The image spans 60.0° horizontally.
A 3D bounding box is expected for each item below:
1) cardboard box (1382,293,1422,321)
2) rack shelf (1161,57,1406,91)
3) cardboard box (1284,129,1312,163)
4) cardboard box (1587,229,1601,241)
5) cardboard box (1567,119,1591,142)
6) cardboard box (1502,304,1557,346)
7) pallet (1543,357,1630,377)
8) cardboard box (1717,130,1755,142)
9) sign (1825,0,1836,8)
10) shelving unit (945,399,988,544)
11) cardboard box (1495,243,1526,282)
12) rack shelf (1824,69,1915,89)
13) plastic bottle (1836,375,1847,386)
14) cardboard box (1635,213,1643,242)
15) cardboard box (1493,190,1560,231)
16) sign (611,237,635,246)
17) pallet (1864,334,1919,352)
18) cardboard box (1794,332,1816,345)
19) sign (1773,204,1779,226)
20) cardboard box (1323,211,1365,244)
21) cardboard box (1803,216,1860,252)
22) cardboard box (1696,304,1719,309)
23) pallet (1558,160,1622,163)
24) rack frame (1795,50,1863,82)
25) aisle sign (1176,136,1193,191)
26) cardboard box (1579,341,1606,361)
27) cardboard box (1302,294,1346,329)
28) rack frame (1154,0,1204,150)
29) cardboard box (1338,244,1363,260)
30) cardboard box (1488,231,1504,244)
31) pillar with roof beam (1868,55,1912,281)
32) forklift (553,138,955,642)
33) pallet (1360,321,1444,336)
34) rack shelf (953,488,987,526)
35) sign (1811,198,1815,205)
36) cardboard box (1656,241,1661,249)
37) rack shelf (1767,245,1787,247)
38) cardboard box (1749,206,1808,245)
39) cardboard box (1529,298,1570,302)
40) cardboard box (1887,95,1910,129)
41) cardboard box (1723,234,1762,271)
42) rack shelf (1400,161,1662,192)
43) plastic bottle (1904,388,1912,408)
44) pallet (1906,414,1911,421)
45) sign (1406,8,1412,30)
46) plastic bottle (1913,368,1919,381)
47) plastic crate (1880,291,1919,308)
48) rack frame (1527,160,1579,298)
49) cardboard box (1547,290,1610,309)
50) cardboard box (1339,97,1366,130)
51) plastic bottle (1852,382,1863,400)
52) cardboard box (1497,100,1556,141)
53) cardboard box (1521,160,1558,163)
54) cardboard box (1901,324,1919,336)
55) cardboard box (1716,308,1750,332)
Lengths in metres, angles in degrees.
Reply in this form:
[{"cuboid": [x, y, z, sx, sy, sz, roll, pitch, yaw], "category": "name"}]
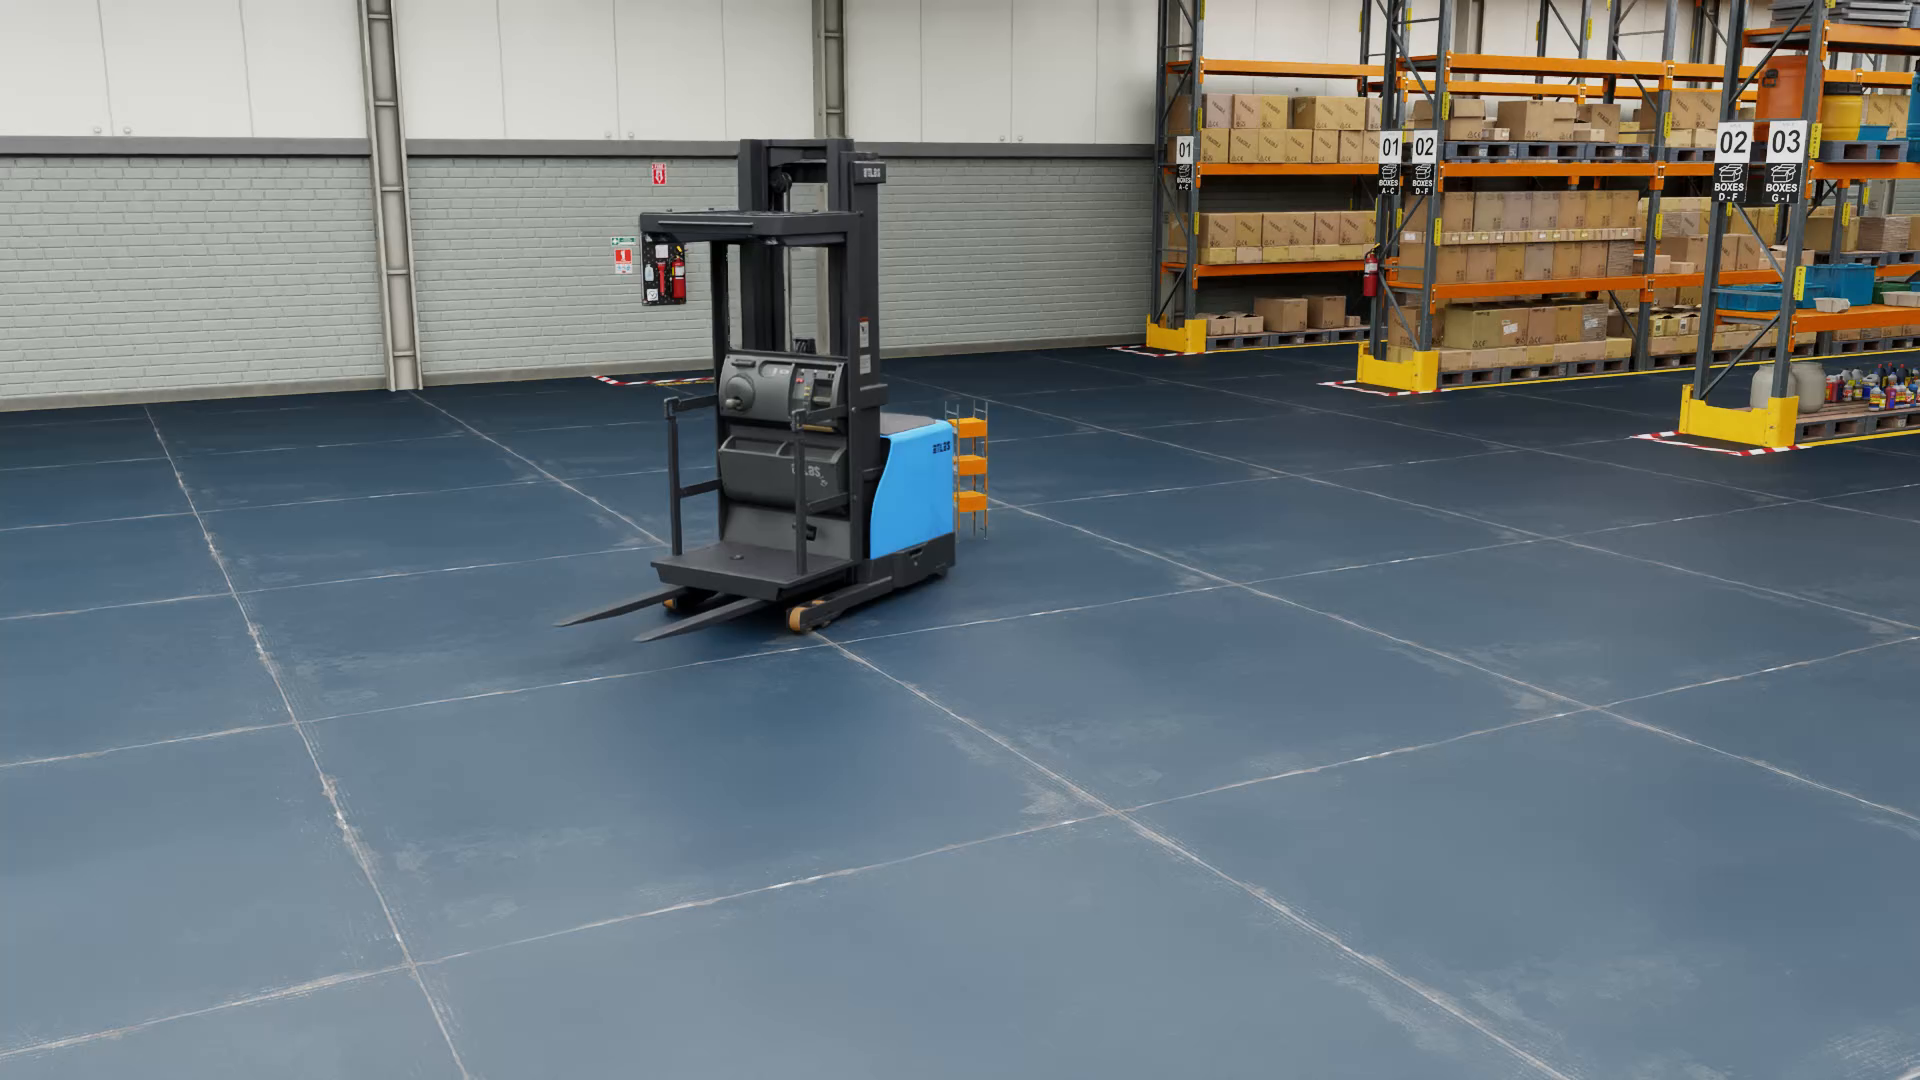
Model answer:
[{"cuboid": [7.416, -3.907, 27.829, 0.500, 0.500, 0.700, -6, 14, -26], "category": "cardboard box"}, {"cuboid": [5.022, -7.195, 25.730, 4.000, 0.370, 1.077, -7, 14, -28], "category": "rack shelf"}, {"cuboid": [5.082, -6.085, 25.710, 0.500, 0.500, 0.500, -6, 14, -24], "category": "cardboard box"}, {"cuboid": [8.342, -4.091, 22.250, 0.250, 0.149, 0.380, -7, 14, -28], "category": "cardboard box"}, {"cuboid": [8.112, -5.511, 22.361, 0.500, 0.311, 0.500, -8, 15, -31], "category": "cardboard box"}, {"cuboid": [7.539, -2.856, 22.067, 0.500, 0.500, 0.500, -7, 14, -28], "category": "cardboard box"}, {"cuboid": [8.436, -2.441, 22.975, 1.213, 0.211, 1.003, -7, 14, -28], "category": "pallet"}, {"cuboid": [10.862, -5.661, 23.487, 0.500, 0.250, 0.500, -8, 15, -33], "category": "cardboard box"}, {"cuboid": [8.273, -5.220, 15.782, 0.005, 0.325, 0.100, -7, 14, -28], "category": "sign"}, {"cuboid": [0.047, -0.518, 12.519, 0.252, 1.050, 0.215, -7, 14, -28], "category": "shelving unit"}, {"cuboid": [6.957, -3.659, 21.808, 0.500, 0.500, 0.700, -7, 14, -27], "category": "cardboard box"}, {"cuboid": [14.421, -6.889, 25.273, 4.000, 0.370, 1.077, -7, 14, -28], "category": "rack shelf"}, {"cuboid": [9.772, -1.701, 18.535, 0.135, 0.276, 0.152, -7, 15, -29], "category": "plastic bottle"}, {"cuboid": [11.738, -5.563, 29.545, 0.500, 0.500, 0.500, -7, 14, -28], "category": "cardboard box"}, {"cuboid": [7.447, -4.352, 21.934, 0.500, 0.500, 0.700, -7, 14, -28], "category": "cardboard box"}, {"cuboid": [-4.513, -4.003, 22.278, 0.331, 0.109, 0.001, -7, 14, -28], "category": "sign"}, {"cuboid": [14.408, -3.136, 26.064, 1.213, 0.211, 1.003, -7, 14, -28], "category": "pallet"}, {"cuboid": [12.321, -3.059, 24.675, 0.500, 0.250, 0.500, -6, 14, -27], "category": "cardboard box"}, {"cuboid": [12.397, -4.928, 25.216, 0.005, 0.325, 0.100, -7, 14, -28], "category": "sign"}, {"cuboid": [6.076, -4.971, 26.453, 0.500, 0.500, 0.500, -7, 14, -28], "category": "cardboard box"}, {"cuboid": [13.164, -4.639, 25.208, 0.700, 0.500, 0.500, 11, 17, 41], "category": "cardboard box"}, {"cuboid": [11.159, -3.326, 24.586, 0.500, 0.311, 0.500, -7, 15, -29], "category": "cardboard box"}, {"cuboid": [10.828, -6.701, 29.152, 1.003, 0.211, 1.213, -6, 14, -25], "category": "pallet"}, {"cuboid": [12.665, -7.225, 24.216, 0.127, 3.000, 1.000, -7, 14, -28], "category": "rack frame"}, {"cuboid": [3.347, -5.613, 24.799, 0.004, 0.787, 0.394, -7, 14, -28], "category": "aisle sign"}, {"cuboid": [8.409, -2.599, 22.631, 0.500, 0.250, 0.500, -7, 14, -28], "category": "cardboard box"}, {"cuboid": [5.886, -3.709, 26.951, 0.500, 0.500, 0.500, -8, 15, -32], "category": "cardboard box"}, {"cuboid": [3.267, -7.337, 24.716, 0.127, 3.000, 1.000, -7, 14, -28], "category": "rack frame"}, {"cuboid": [6.066, -4.609, 26.552, 0.500, 0.250, 0.500, -7, 14, -28], "category": "cardboard box"}, {"cuboid": [6.764, -3.902, 21.409, 0.250, 0.149, 0.380, -7, 14, -29], "category": "cardboard box"}, {"cuboid": [21.329, -8.642, 30.512, 0.548, 9.000, 9.100, -7, 14, -28], "category": "pillar with roof beam"}, {"cuboid": [-1.236, -0.977, 10.274, 1.130, 2.935, 3.031, 8, 15, 31], "category": "forklift"}, {"cuboid": [7.460, -3.553, 27.916, 1.213, 0.211, 1.003, -7, 14, -28], "category": "pallet"}, {"cuboid": [0.047, -0.236, 12.582, 0.240, 0.259, 0.215, -7, 14, -28], "category": "rack shelf"}, {"cuboid": [17.050, -6.662, 33.228, 0.005, 0.325, 0.100, -7, 14, -28], "category": "sign"}, {"cuboid": [12.502, -5.345, 30.053, 0.250, 0.149, 0.380, -7, 15, -29], "category": "cardboard box"}, {"cuboid": [15.555, -5.532, 31.998, 4.000, 0.370, 1.077, -7, 14, -28], "category": "rack shelf"}, {"cuboid": [15.561, -6.027, 31.876, 0.700, 0.700, 0.980, -8, 15, -31], "category": "cardboard box"}, {"cuboid": [8.162, -3.064, 22.989, 0.500, 0.500, 0.500, -7, 14, -28], "category": "cardboard box"}, {"cuboid": [13.947, -6.450, 25.100, 0.500, 0.500, 0.500, -7, 14, -28], "category": "cardboard box"}, {"cuboid": [11.201, -4.167, 24.065, 0.500, 0.500, 0.500, -8, 15, -31], "category": "cardboard box"}, {"cuboid": [7.399, -4.779, 21.819, 4.000, 0.370, 1.077, -7, 14, -28], "category": "rack shelf"}, {"cuboid": [10.230, -1.538, 17.984, 0.097, 0.201, 0.097, 0, 13, 0], "category": "plastic bottle"}, {"cuboid": [10.915, -1.499, 18.789, 1.213, 0.211, 1.003, -7, 14, -28], "category": "pallet"}, {"cuboid": [7.022, -8.146, 26.002, 0.005, 0.325, 0.100, -7, 14, -28], "category": "sign"}, {"cuboid": [11.035, -1.857, 19.239, 0.097, 0.271, 0.097, 0, 13, 0], "category": "plastic bottle"}, {"cuboid": [10.221, -2.574, 17.814, 0.437, 0.136, 0.530, -7, 14, -28], "category": "plastic crate"}, {"cuboid": [10.289, -5.252, 29.115, 0.127, 3.000, 1.000, -7, 14, -28], "category": "rack frame"}, {"cuboid": [10.997, -4.460, 29.536, 0.750, 0.750, 0.750, -7, 14, -29], "category": "cardboard box"}, {"cuboid": [5.989, -6.676, 26.059, 0.500, 0.500, 0.500, -6, 14, -25], "category": "cardboard box"}, {"cuboid": [10.012, -1.664, 18.541, 0.097, 0.201, 0.097, 0, 13, 0], "category": "plastic bottle"}, {"cuboid": [7.232, -5.364, 21.275, 0.500, 0.500, 0.500, -7, 14, -28], "category": "cardboard box"}, {"cuboid": [9.786, -6.554, 28.225, 0.500, 0.311, 0.500, -7, 14, -28], "category": "cardboard box"}, {"cuboid": [14.557, -3.450, 25.797, 0.500, 0.500, 0.500, -7, 15, -30], "category": "cardboard box"}, {"cuboid": [10.985, -3.171, 23.898, 0.500, 0.311, 0.500, -6, 14, -26], "category": "cardboard box"}]
